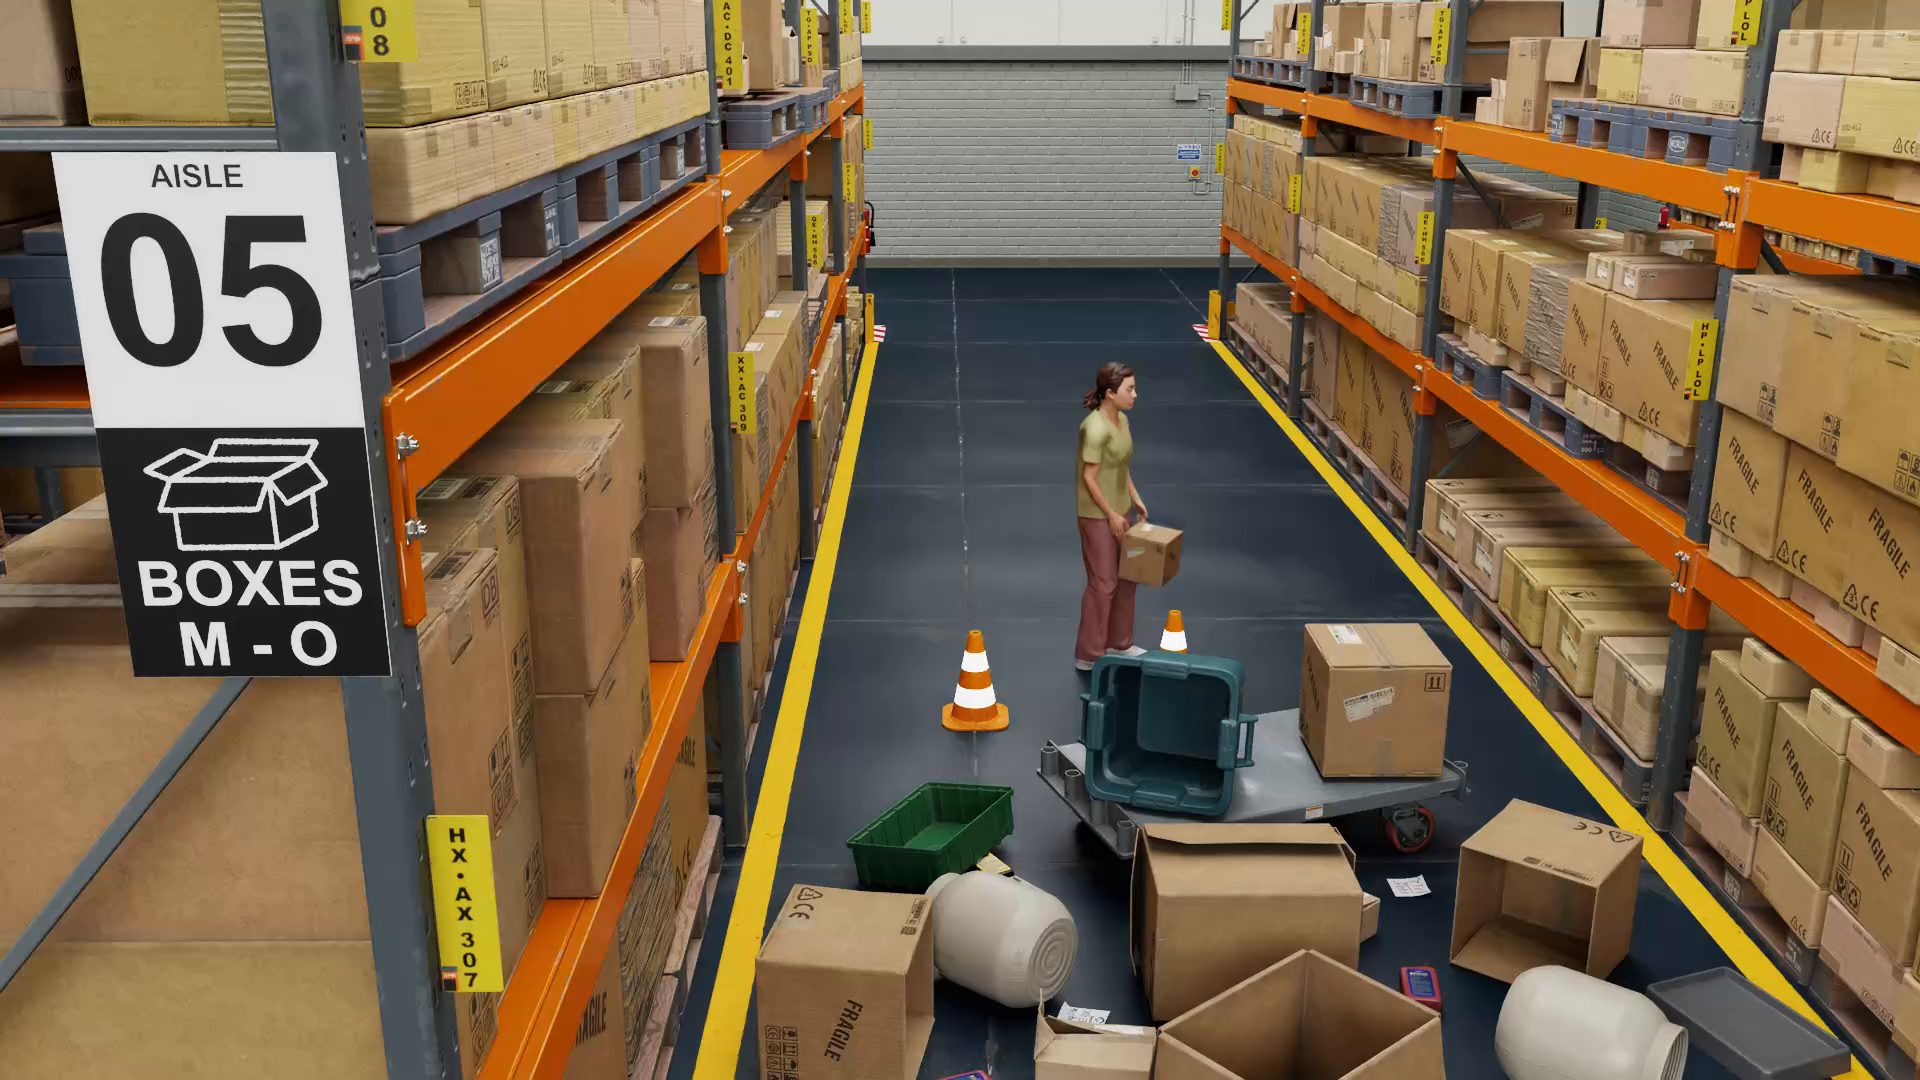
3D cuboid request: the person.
[{"bbox_3d":[0.833,-0.121,8.938,0.413,1.674,0.477,9,19,26],"label":"person"}]
